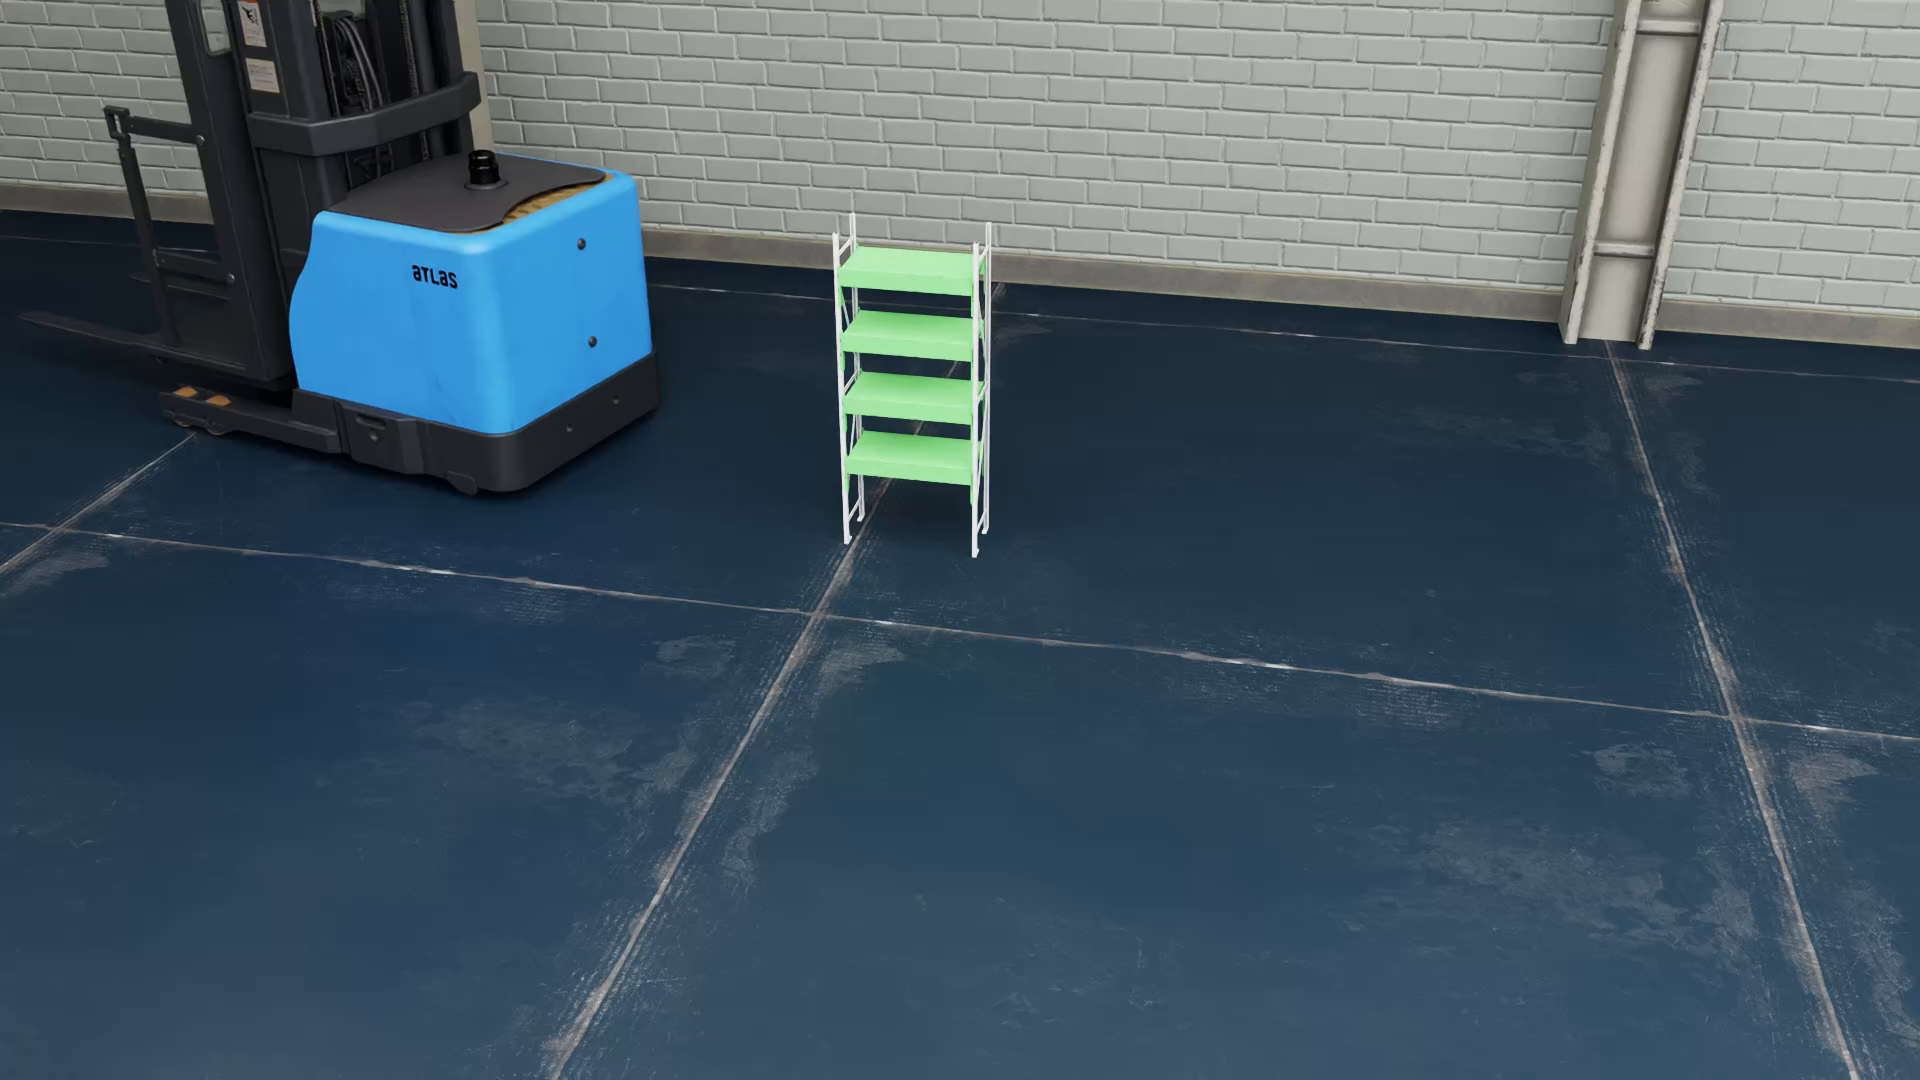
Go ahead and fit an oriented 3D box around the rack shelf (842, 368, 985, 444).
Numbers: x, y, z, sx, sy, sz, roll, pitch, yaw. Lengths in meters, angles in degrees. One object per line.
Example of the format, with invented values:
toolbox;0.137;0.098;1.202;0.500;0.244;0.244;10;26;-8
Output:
rack shelf;-0.162;-0.487;6.023;0.480;0.148;0.258;6;29;11

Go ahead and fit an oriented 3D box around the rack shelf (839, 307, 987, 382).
rack shelf;-0.162;-0.697;5.908;0.480;0.148;0.258;6;29;11

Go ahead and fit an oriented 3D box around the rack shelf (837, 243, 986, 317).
rack shelf;-0.162;-0.908;5.792;0.480;0.148;0.258;6;29;11

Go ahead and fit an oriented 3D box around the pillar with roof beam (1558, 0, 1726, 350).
pillar with roof beam;2.223;-2.922;2.216;0.400;9.000;9.100;6;29;11

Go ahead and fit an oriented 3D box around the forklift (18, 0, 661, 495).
forklift;-2.846;-1.940;6.742;3.031;2.935;1.130;13;31;23

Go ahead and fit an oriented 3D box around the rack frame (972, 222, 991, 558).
rack frame;0.077;-0.518;5.947;0.015;1.200;0.240;6;29;11

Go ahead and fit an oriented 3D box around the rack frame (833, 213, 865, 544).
rack frame;-0.401;-0.567;6.037;0.015;1.200;0.240;6;29;11

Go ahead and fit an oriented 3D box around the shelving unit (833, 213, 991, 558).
shelving unit;-0.162;-0.543;5.992;0.503;1.200;0.258;6;29;11

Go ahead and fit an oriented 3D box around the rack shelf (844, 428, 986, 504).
rack shelf;-0.162;-0.276;6.138;0.480;0.148;0.258;6;29;11

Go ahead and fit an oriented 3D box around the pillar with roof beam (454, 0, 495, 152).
pillar with roof beam;-3.645;-3.524;3.315;0.400;9.000;9.100;6;29;11
